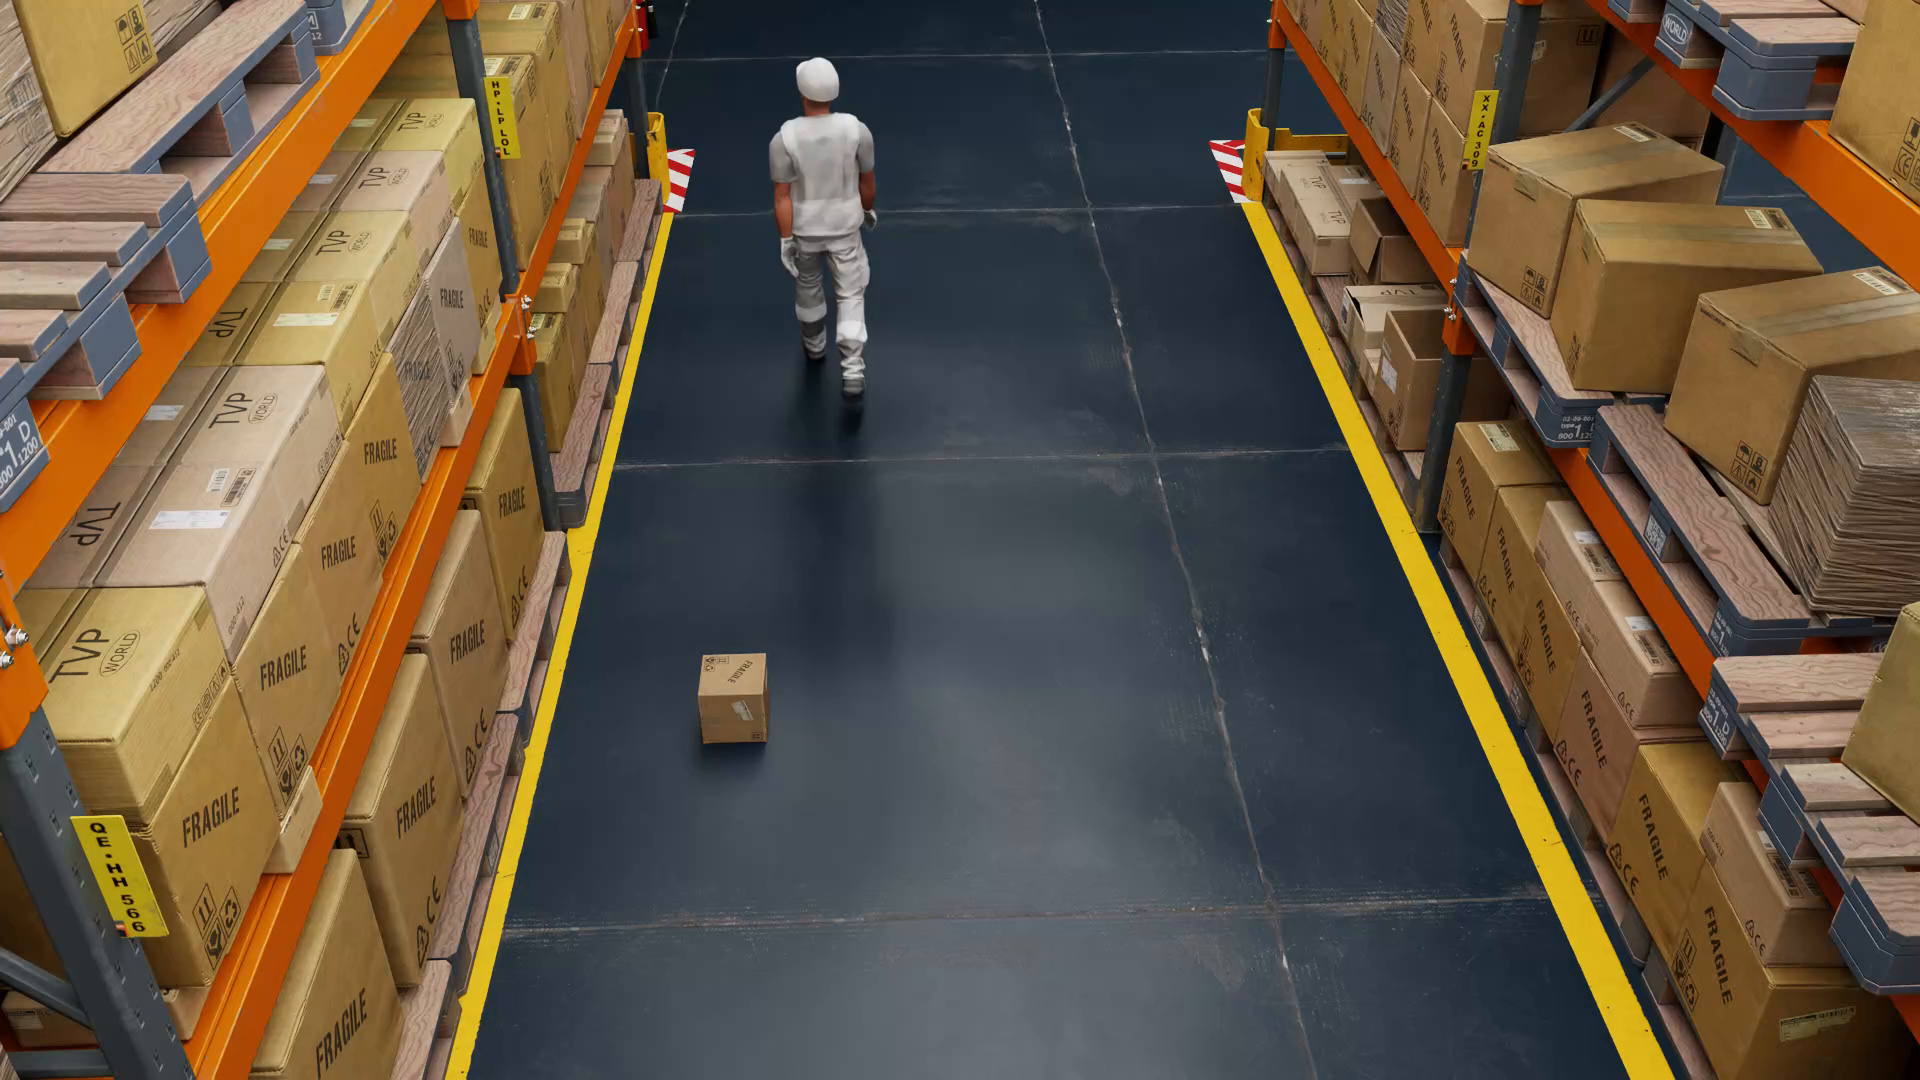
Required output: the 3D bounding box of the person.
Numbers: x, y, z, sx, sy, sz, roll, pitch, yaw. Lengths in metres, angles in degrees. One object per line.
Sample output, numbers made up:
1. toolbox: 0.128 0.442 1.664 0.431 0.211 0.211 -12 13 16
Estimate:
1. person: -0.674 -1.587 8.395 0.528 1.748 0.985 -3 35 -5
